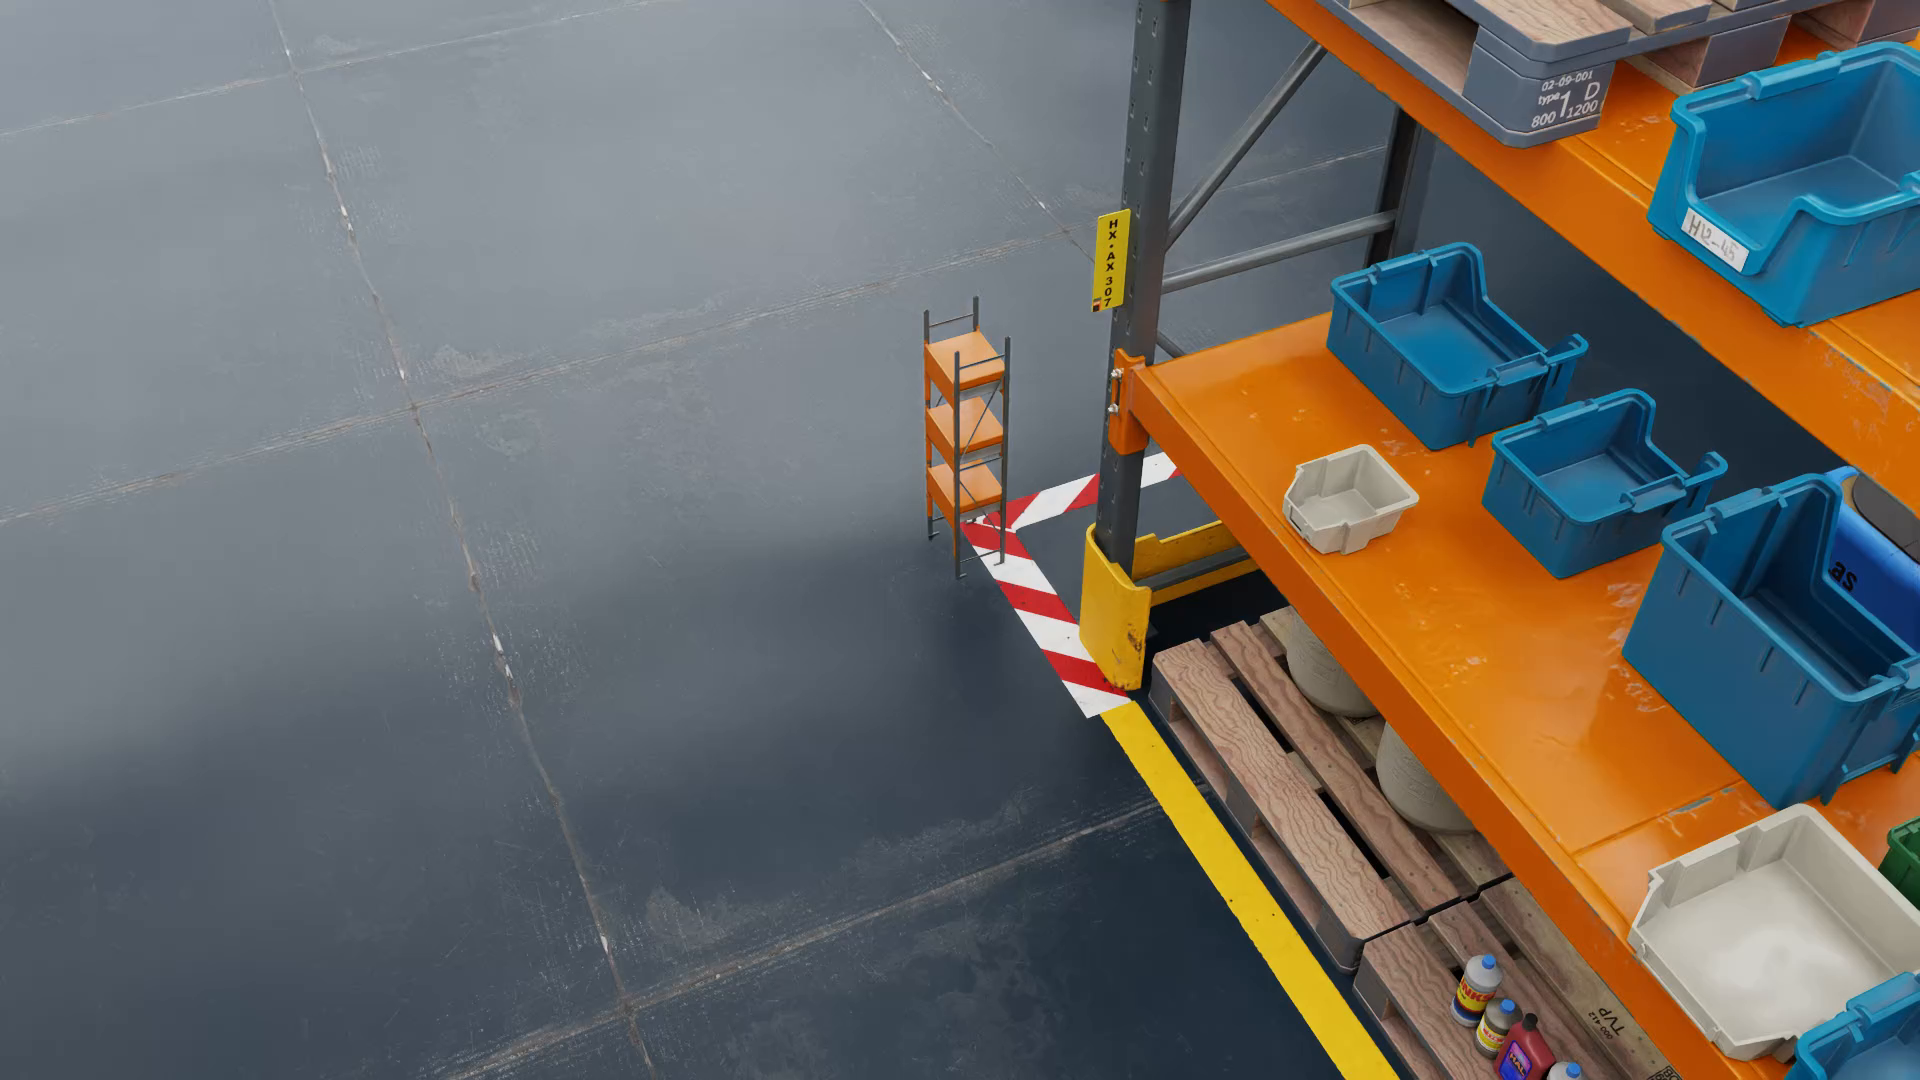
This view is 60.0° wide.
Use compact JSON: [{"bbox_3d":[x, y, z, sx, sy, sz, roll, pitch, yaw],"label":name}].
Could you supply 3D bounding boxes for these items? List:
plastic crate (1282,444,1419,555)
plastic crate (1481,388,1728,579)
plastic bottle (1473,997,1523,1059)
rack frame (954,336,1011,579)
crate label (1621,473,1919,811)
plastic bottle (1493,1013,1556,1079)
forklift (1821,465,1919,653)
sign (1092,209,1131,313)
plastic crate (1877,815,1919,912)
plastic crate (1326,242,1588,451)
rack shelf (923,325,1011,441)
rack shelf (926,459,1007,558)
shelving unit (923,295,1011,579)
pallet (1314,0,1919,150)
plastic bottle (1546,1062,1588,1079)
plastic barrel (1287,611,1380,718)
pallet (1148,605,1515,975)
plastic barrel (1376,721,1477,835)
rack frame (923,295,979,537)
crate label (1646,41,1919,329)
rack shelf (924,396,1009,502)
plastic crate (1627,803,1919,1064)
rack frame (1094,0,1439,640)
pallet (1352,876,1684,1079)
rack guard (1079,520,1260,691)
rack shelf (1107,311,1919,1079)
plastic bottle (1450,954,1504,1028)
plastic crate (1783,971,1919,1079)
[{"bbox_3d":[1.013,-0.091,4.394,0.298,0.136,0.250,-18,47,-17],"label":"plastic crate"},{"bbox_3d":[1.679,-0.151,4.374,0.499,0.251,0.408,-18,47,-17],"label":"plastic crate"},{"bbox_3d":[1.452,1.303,4.473,0.097,0.201,0.097,0,45,0],"label":"plastic bottle"},{"bbox_3d":[0.073,-0.262,5.768,0.200,1.050,0.008,-18,47,-17],"label":"rack frame"},{"bbox_3d":[1.948,0.230,3.856,0.502,0.435,0.616,-18,47,-17],"label":"crate label"},{"bbox_3d":[1.487,1.357,4.360,0.061,0.283,0.133,-17,47,-17],"label":"plastic bottle"},{"bbox_3d":[3.528,0.359,3.800,1.130,2.935,3.031,-17,47,-17],"label":"forklift"},{"bbox_3d":[0.428,-0.789,4.717,0.100,0.325,0.005,-18,47,-17],"label":"sign"},{"bbox_3d":[2.296,0.826,3.428,0.450,0.188,0.662,-18,47,-17],"label":"plastic crate"},{"bbox_3d":[1.411,-0.567,4.795,0.499,0.251,0.616,-18,47,-17],"label":"plastic crate"},{"bbox_3d":[0.022,-0.534,5.655,0.215,0.259,0.240,-18,47,-17],"label":"rack shelf"},{"bbox_3d":[0.022,-0.134,6.049,0.215,0.259,0.240,-18,47,-17],"label":"rack shelf"},{"bbox_3d":[0.022,-0.340,5.847,0.215,1.050,0.252,-18,47,-17],"label":"shelving unit"},{"bbox_3d":[1.188,-1.295,3.425,1.003,0.211,1.213,-18,47,-17],"label":"pallet"},{"bbox_3d":[1.553,1.430,4.294,0.097,0.271,0.097,0,45,0],"label":"plastic bottle"},{"bbox_3d":[1.275,0.283,5.300,0.421,0.512,0.421,0,45,0],"label":"plastic barrel"},{"bbox_3d":[1.340,0.696,5.394,1.003,0.211,1.213,-18,47,-17],"label":"pallet"},{"bbox_3d":[1.486,0.602,4.977,0.421,0.512,0.421,0,45,0],"label":"plastic barrel"},{"bbox_3d":[-0.029,-0.417,5.925,0.200,1.050,0.008,-18,47,-17],"label":"rack frame"},{"bbox_3d":[1.416,-0.575,2.667,0.502,0.251,0.408,-18,47,-17],"label":"crate label"},{"bbox_3d":[0.022,-0.332,5.854,0.215,0.259,0.240,-18,47,-17],"label":"rack shelf"},{"bbox_3d":[1.698,0.833,3.458,0.530,0.136,0.437,-18,47,-17],"label":"plastic crate"},{"bbox_3d":[0.929,-0.850,4.976,1.000,3.000,0.127,-18,47,-17],"label":"rack frame"},{"bbox_3d":[1.849,1.472,4.607,1.003,0.211,1.213,-18,47,-17],"label":"pallet"},{"bbox_3d":[1.003,0.074,5.819,1.175,0.500,0.348,-18,47,-17],"label":"rack guard"},{"bbox_3d":[1.770,0.680,3.937,1.077,0.370,4.000,-18,47,-17],"label":"rack shelf"},{"bbox_3d":[1.408,1.212,4.516,0.097,0.271,0.097,0,45,0],"label":"plastic bottle"},{"bbox_3d":[1.899,1.127,3.078,0.499,0.251,0.616,-18,47,-17],"label":"plastic crate"}]
